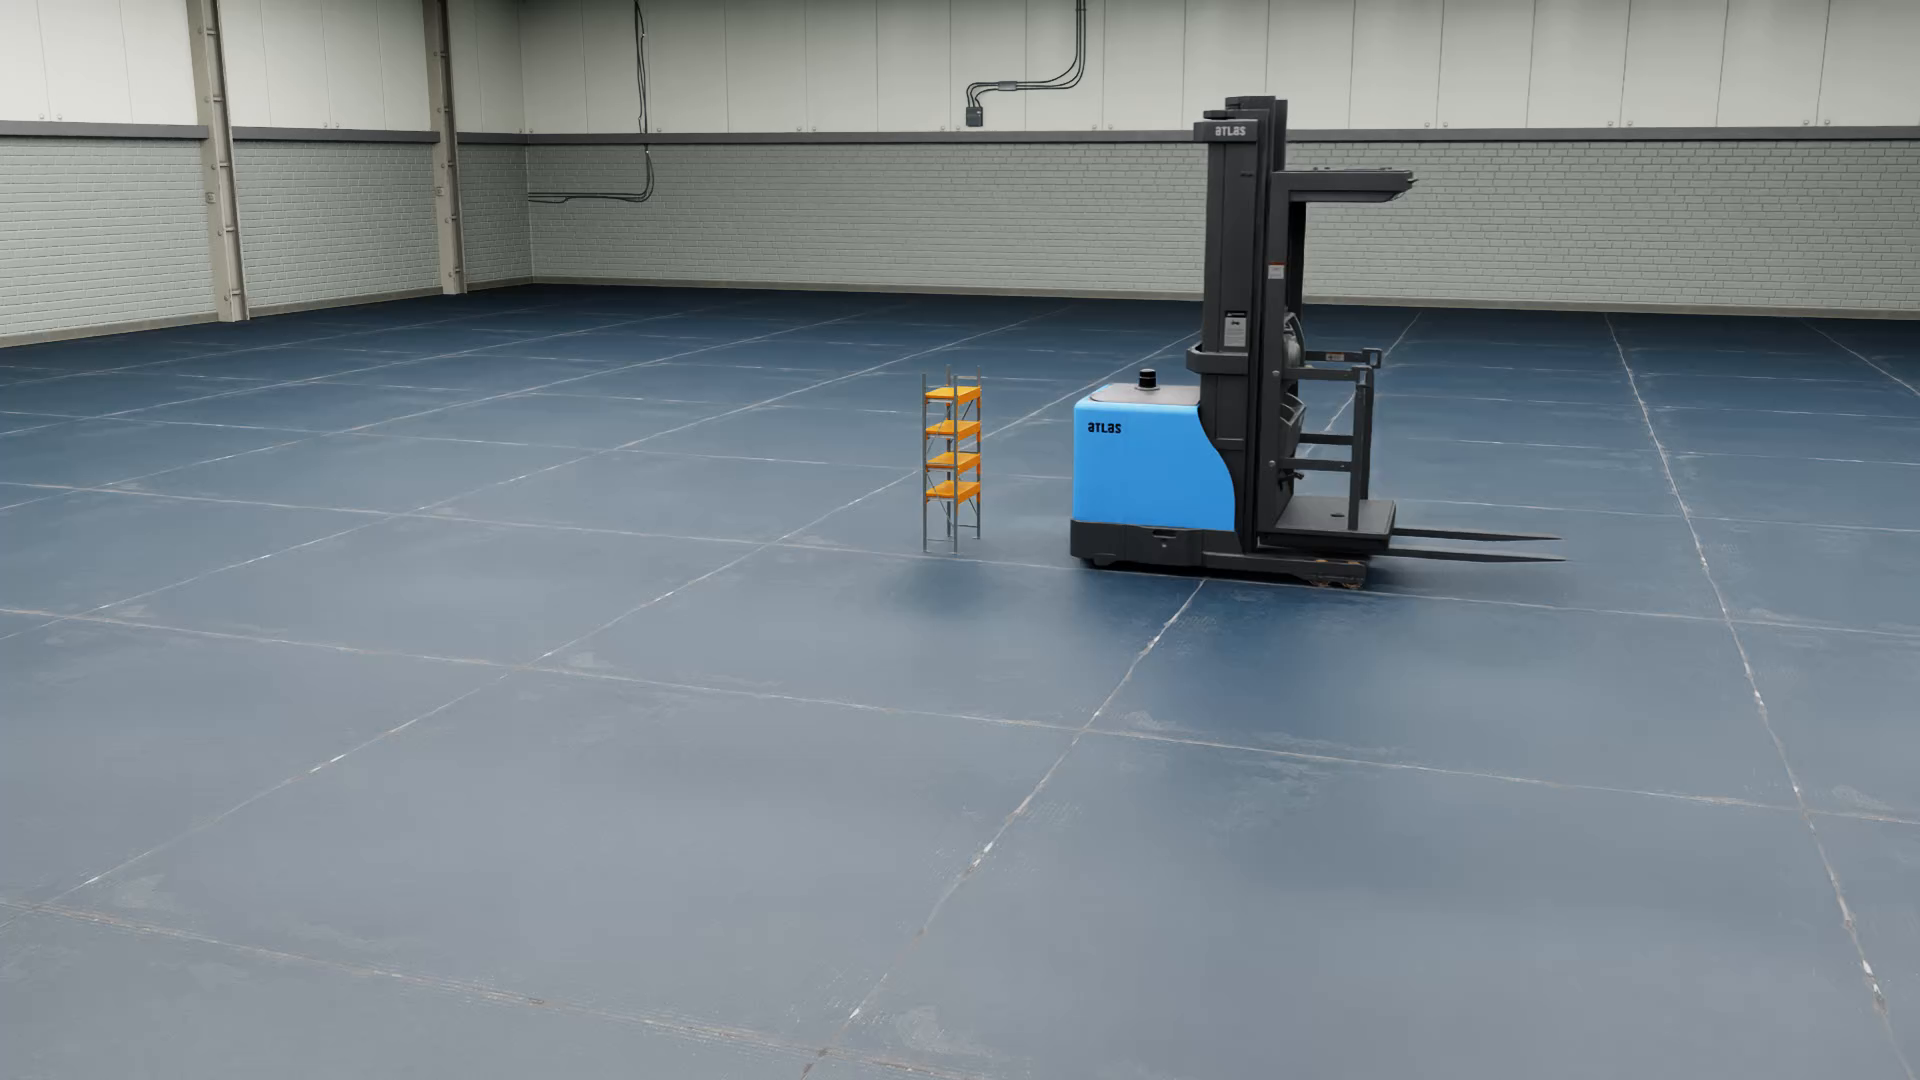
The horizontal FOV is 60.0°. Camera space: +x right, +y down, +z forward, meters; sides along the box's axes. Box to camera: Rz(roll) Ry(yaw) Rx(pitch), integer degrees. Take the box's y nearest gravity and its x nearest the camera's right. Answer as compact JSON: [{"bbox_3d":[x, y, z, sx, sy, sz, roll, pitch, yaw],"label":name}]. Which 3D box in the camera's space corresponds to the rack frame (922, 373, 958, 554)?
[{"bbox_3d":[-0.133,-0.499,10.977,0.240,1.200,0.015,4,14,18],"label":"rack frame"}]

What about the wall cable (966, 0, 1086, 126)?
[{"bbox_3d":[1.214,-10.747,30.710,2.305,6.003,0.169,4,14,18],"label":"wall cable"}]

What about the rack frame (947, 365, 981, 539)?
[{"bbox_3d":[0.025,-0.601,11.427,0.240,1.200,0.015,4,14,18],"label":"rack frame"}]

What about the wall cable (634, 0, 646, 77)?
[{"bbox_3d":[-5.204,-10.530,33.028,3.097,2.526,0.112,4,14,18],"label":"wall cable"}]

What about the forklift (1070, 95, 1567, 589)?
[{"bbox_3d":[2.286,-1.262,10.432,3.031,2.935,1.130,4,13,17],"label":"forklift"}]

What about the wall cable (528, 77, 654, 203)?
[{"bbox_3d":[-7.764,-8.262,34.443,3.097,2.526,0.112,4,14,18],"label":"wall cable"}]

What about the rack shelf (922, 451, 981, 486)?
[{"bbox_3d":[-0.054,-0.485,11.217,0.258,0.148,0.480,4,14,18],"label":"rack shelf"}]

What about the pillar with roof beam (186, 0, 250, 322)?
[{"bbox_3d":[-7.836,-7.678,24.904,9.100,9.000,0.400,4,14,18],"label":"pillar with roof beam"}]

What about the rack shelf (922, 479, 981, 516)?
[{"bbox_3d":[-0.054,-0.291,11.261,0.258,0.148,0.480,4,14,18],"label":"rack shelf"}]

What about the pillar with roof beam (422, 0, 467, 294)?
[{"bbox_3d":[-5.895,-8.941,30.439,9.100,9.000,0.400,4,14,18],"label":"pillar with roof beam"}]

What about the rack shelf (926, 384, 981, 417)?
[{"bbox_3d":[-0.054,-0.933,11.114,0.258,0.148,0.480,4,14,18],"label":"rack shelf"}]

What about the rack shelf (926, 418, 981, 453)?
[{"bbox_3d":[-0.054,-0.703,11.167,0.258,0.148,0.480,4,14,18],"label":"rack shelf"}]

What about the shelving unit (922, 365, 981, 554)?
[{"bbox_3d":[-0.054,-0.550,11.202,0.258,1.200,0.503,4,14,18],"label":"shelving unit"}]
